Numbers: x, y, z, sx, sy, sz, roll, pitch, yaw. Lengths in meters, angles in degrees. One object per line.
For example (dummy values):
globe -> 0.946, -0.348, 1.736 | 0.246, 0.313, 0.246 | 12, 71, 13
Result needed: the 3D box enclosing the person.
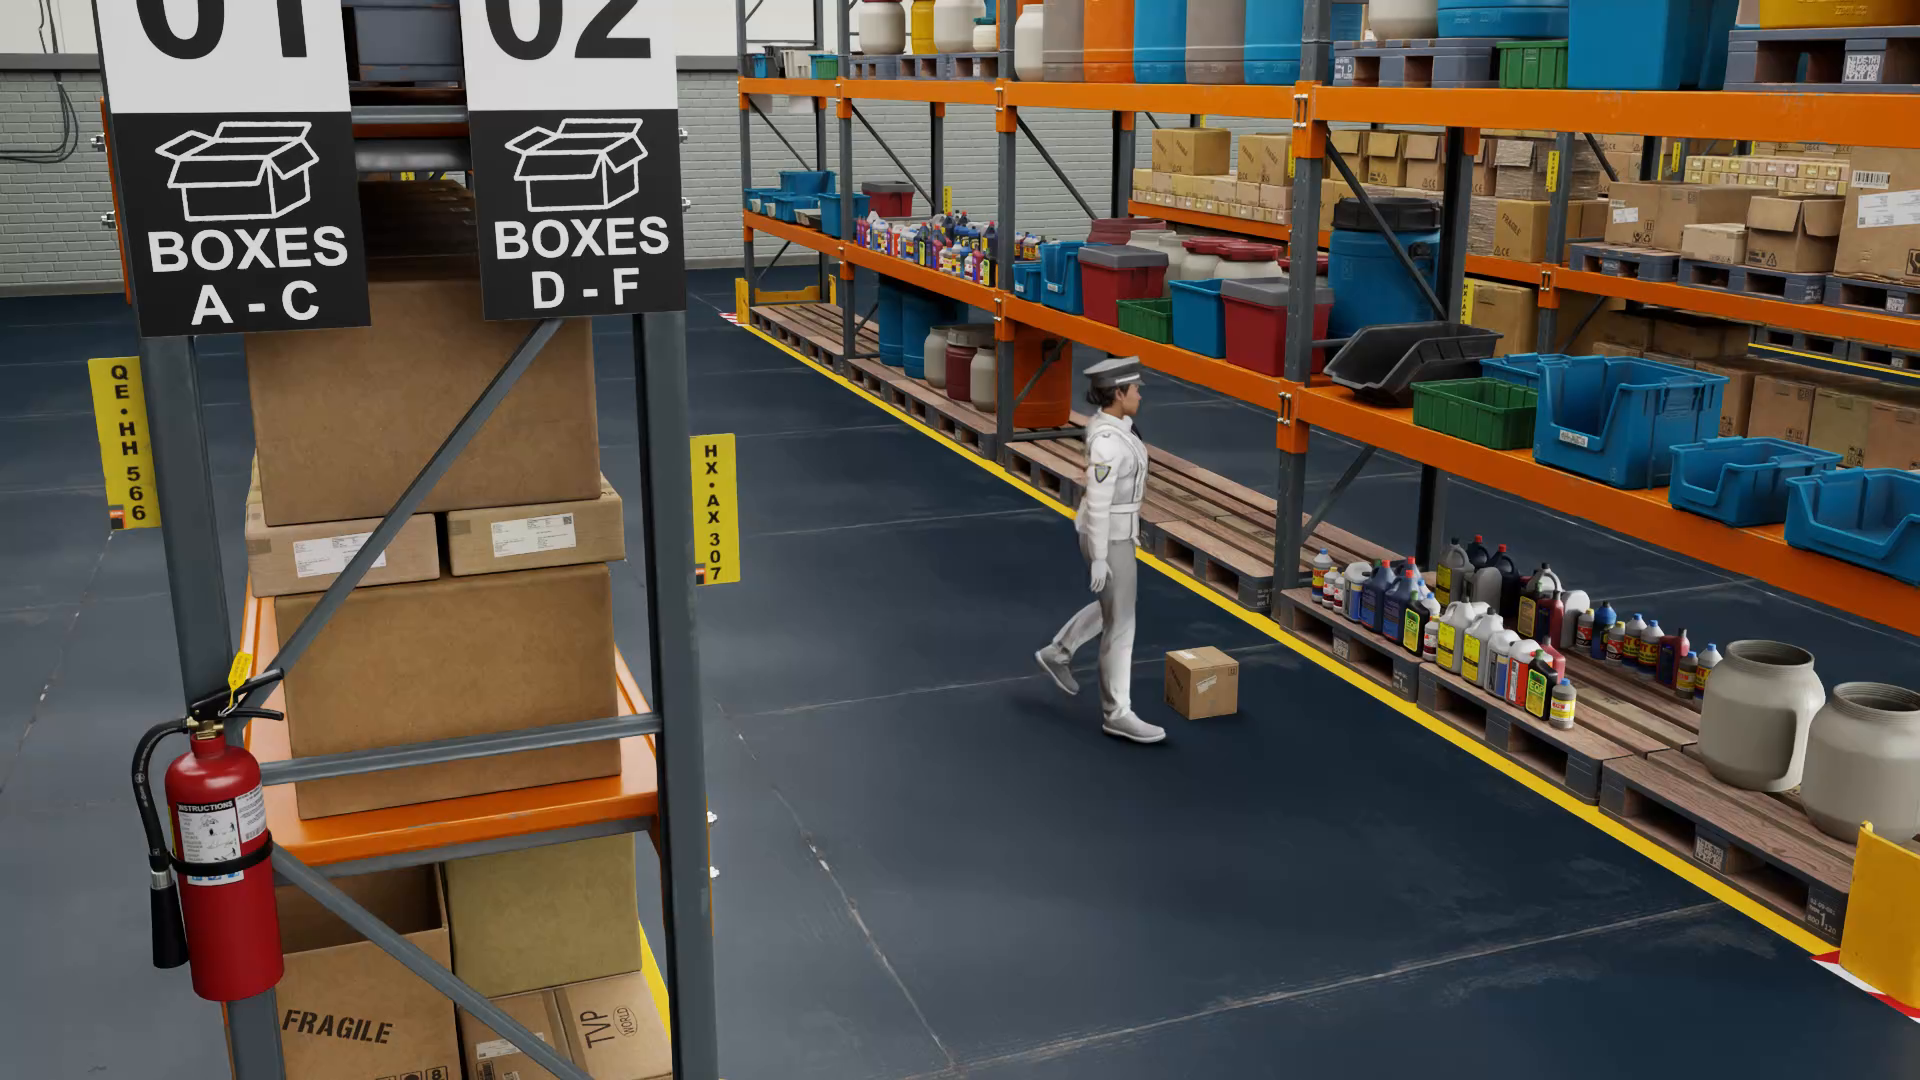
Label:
person -> 0.630, 0.014, 7.392 | 0.580, 1.670, 0.581 | 1, 16, 2
